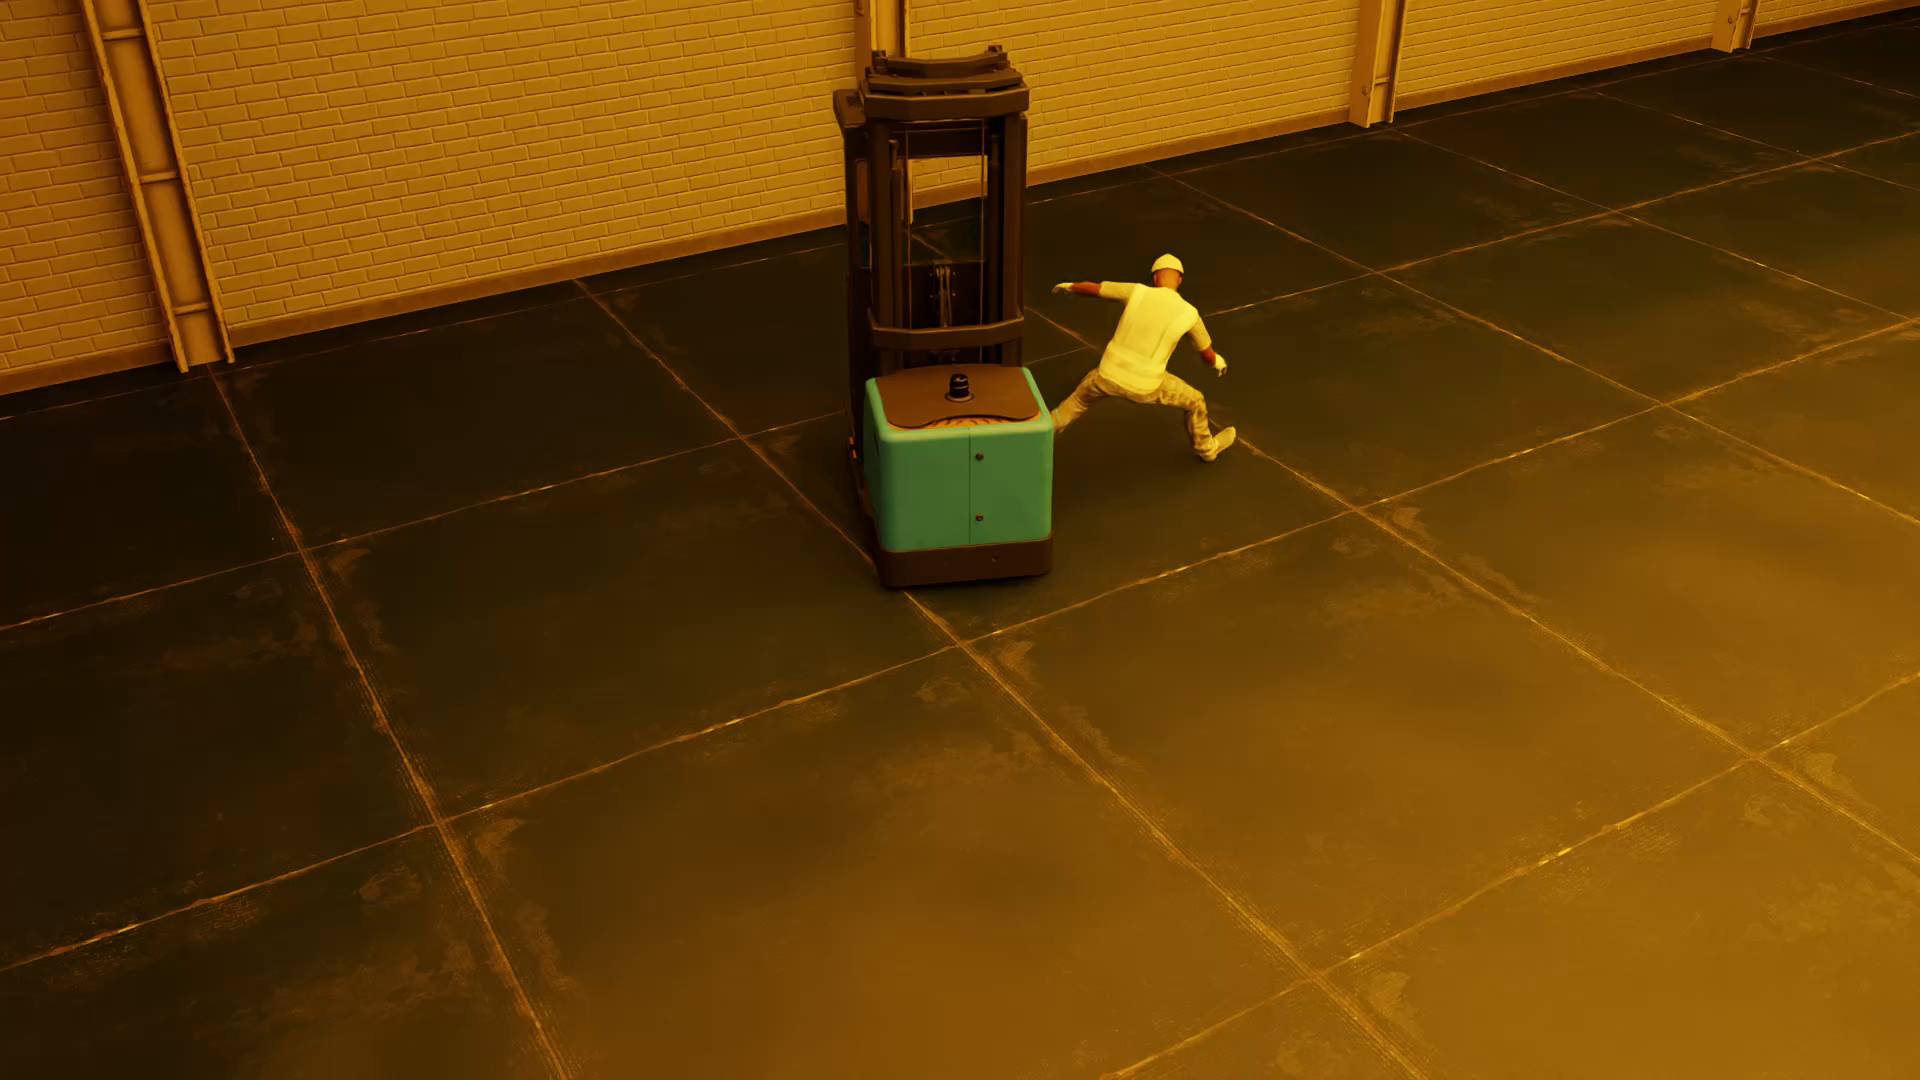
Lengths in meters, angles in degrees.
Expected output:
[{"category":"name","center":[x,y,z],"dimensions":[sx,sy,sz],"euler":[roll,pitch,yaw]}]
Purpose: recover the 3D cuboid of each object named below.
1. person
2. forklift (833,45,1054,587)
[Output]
[{"category":"person","center":[1.161,-1.189,11.112],"dimensions":[1.314,1.454,0.797],"euler":[14,34,22]},{"category":"forklift","center":[-0.184,-1.720,10.519],"dimensions":[1.130,2.935,3.031],"euler":[-5,31,-8]}]
